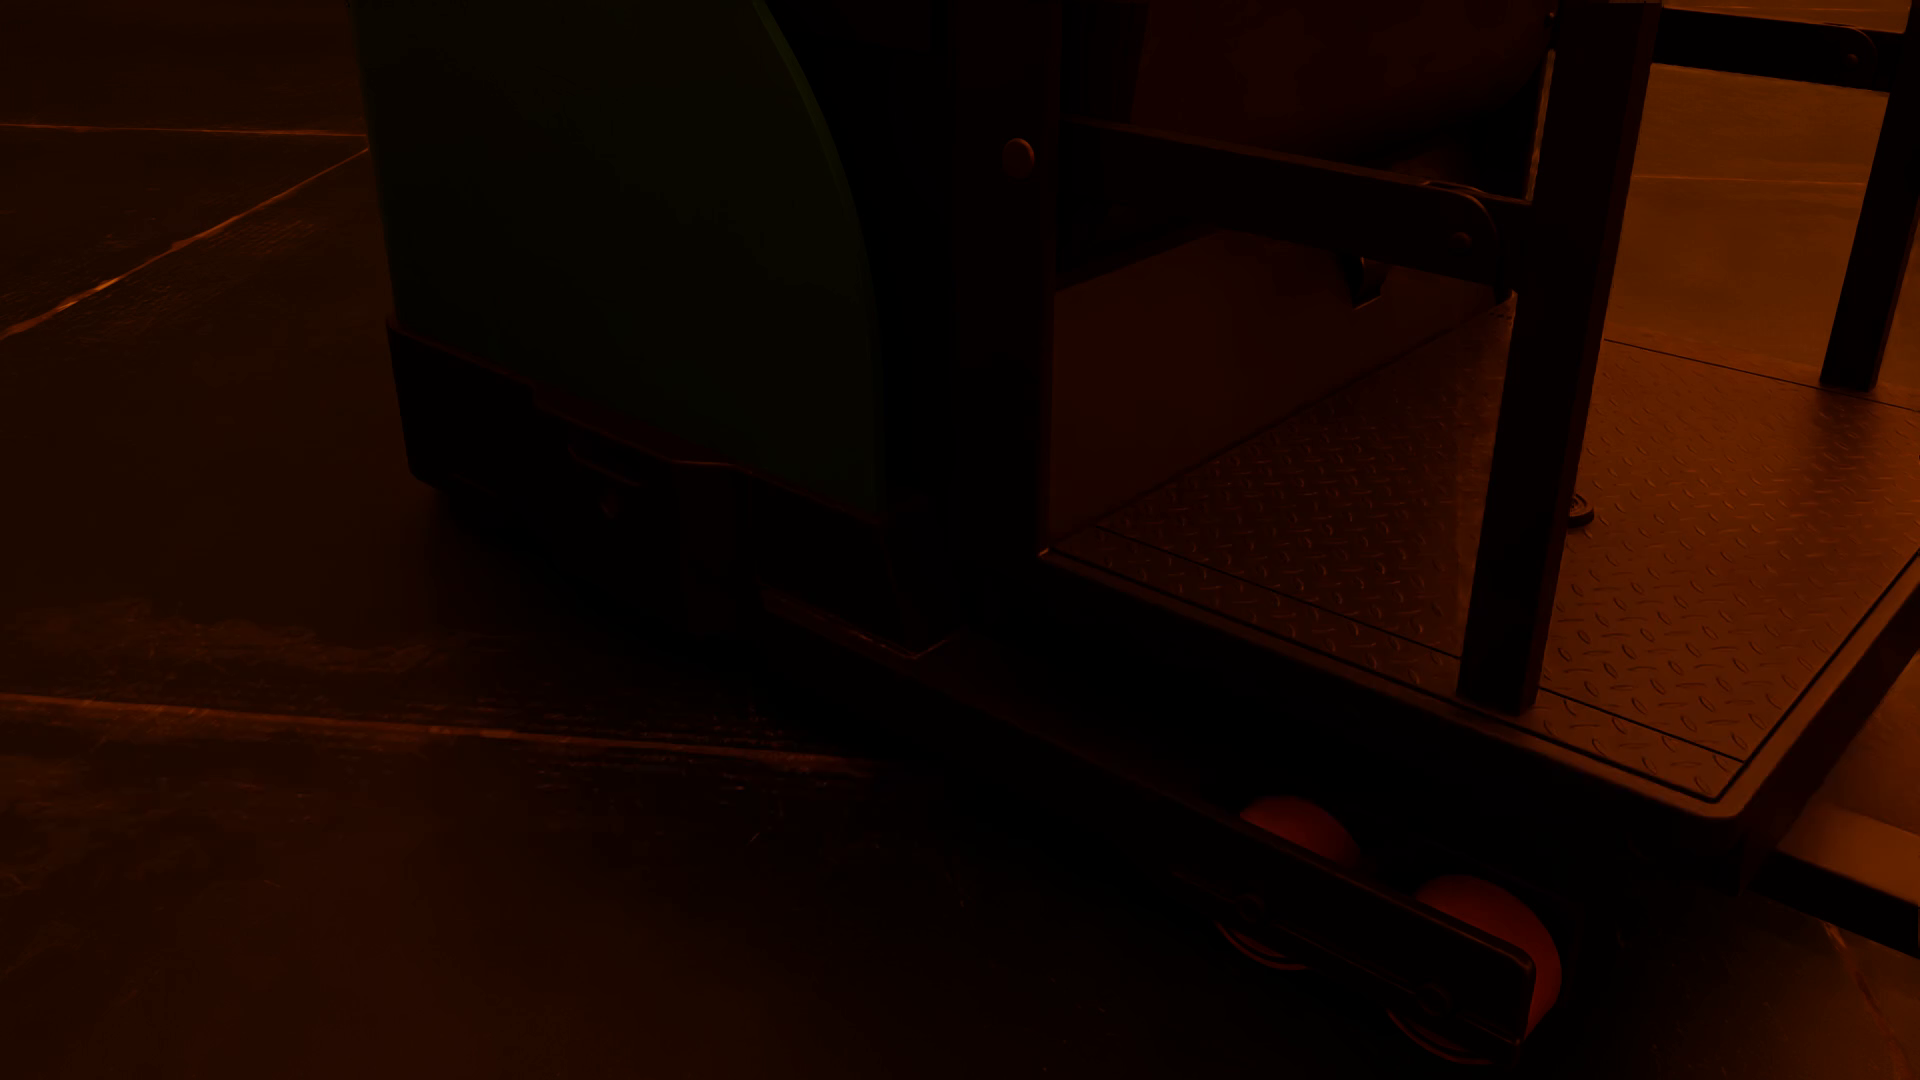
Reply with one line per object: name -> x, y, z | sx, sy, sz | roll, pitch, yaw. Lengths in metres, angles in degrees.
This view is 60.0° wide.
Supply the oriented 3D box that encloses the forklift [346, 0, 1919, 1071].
forklift -> 0.585, -1.096, 1.414 | 3.031, 2.935, 1.130 | 22, 34, 36
